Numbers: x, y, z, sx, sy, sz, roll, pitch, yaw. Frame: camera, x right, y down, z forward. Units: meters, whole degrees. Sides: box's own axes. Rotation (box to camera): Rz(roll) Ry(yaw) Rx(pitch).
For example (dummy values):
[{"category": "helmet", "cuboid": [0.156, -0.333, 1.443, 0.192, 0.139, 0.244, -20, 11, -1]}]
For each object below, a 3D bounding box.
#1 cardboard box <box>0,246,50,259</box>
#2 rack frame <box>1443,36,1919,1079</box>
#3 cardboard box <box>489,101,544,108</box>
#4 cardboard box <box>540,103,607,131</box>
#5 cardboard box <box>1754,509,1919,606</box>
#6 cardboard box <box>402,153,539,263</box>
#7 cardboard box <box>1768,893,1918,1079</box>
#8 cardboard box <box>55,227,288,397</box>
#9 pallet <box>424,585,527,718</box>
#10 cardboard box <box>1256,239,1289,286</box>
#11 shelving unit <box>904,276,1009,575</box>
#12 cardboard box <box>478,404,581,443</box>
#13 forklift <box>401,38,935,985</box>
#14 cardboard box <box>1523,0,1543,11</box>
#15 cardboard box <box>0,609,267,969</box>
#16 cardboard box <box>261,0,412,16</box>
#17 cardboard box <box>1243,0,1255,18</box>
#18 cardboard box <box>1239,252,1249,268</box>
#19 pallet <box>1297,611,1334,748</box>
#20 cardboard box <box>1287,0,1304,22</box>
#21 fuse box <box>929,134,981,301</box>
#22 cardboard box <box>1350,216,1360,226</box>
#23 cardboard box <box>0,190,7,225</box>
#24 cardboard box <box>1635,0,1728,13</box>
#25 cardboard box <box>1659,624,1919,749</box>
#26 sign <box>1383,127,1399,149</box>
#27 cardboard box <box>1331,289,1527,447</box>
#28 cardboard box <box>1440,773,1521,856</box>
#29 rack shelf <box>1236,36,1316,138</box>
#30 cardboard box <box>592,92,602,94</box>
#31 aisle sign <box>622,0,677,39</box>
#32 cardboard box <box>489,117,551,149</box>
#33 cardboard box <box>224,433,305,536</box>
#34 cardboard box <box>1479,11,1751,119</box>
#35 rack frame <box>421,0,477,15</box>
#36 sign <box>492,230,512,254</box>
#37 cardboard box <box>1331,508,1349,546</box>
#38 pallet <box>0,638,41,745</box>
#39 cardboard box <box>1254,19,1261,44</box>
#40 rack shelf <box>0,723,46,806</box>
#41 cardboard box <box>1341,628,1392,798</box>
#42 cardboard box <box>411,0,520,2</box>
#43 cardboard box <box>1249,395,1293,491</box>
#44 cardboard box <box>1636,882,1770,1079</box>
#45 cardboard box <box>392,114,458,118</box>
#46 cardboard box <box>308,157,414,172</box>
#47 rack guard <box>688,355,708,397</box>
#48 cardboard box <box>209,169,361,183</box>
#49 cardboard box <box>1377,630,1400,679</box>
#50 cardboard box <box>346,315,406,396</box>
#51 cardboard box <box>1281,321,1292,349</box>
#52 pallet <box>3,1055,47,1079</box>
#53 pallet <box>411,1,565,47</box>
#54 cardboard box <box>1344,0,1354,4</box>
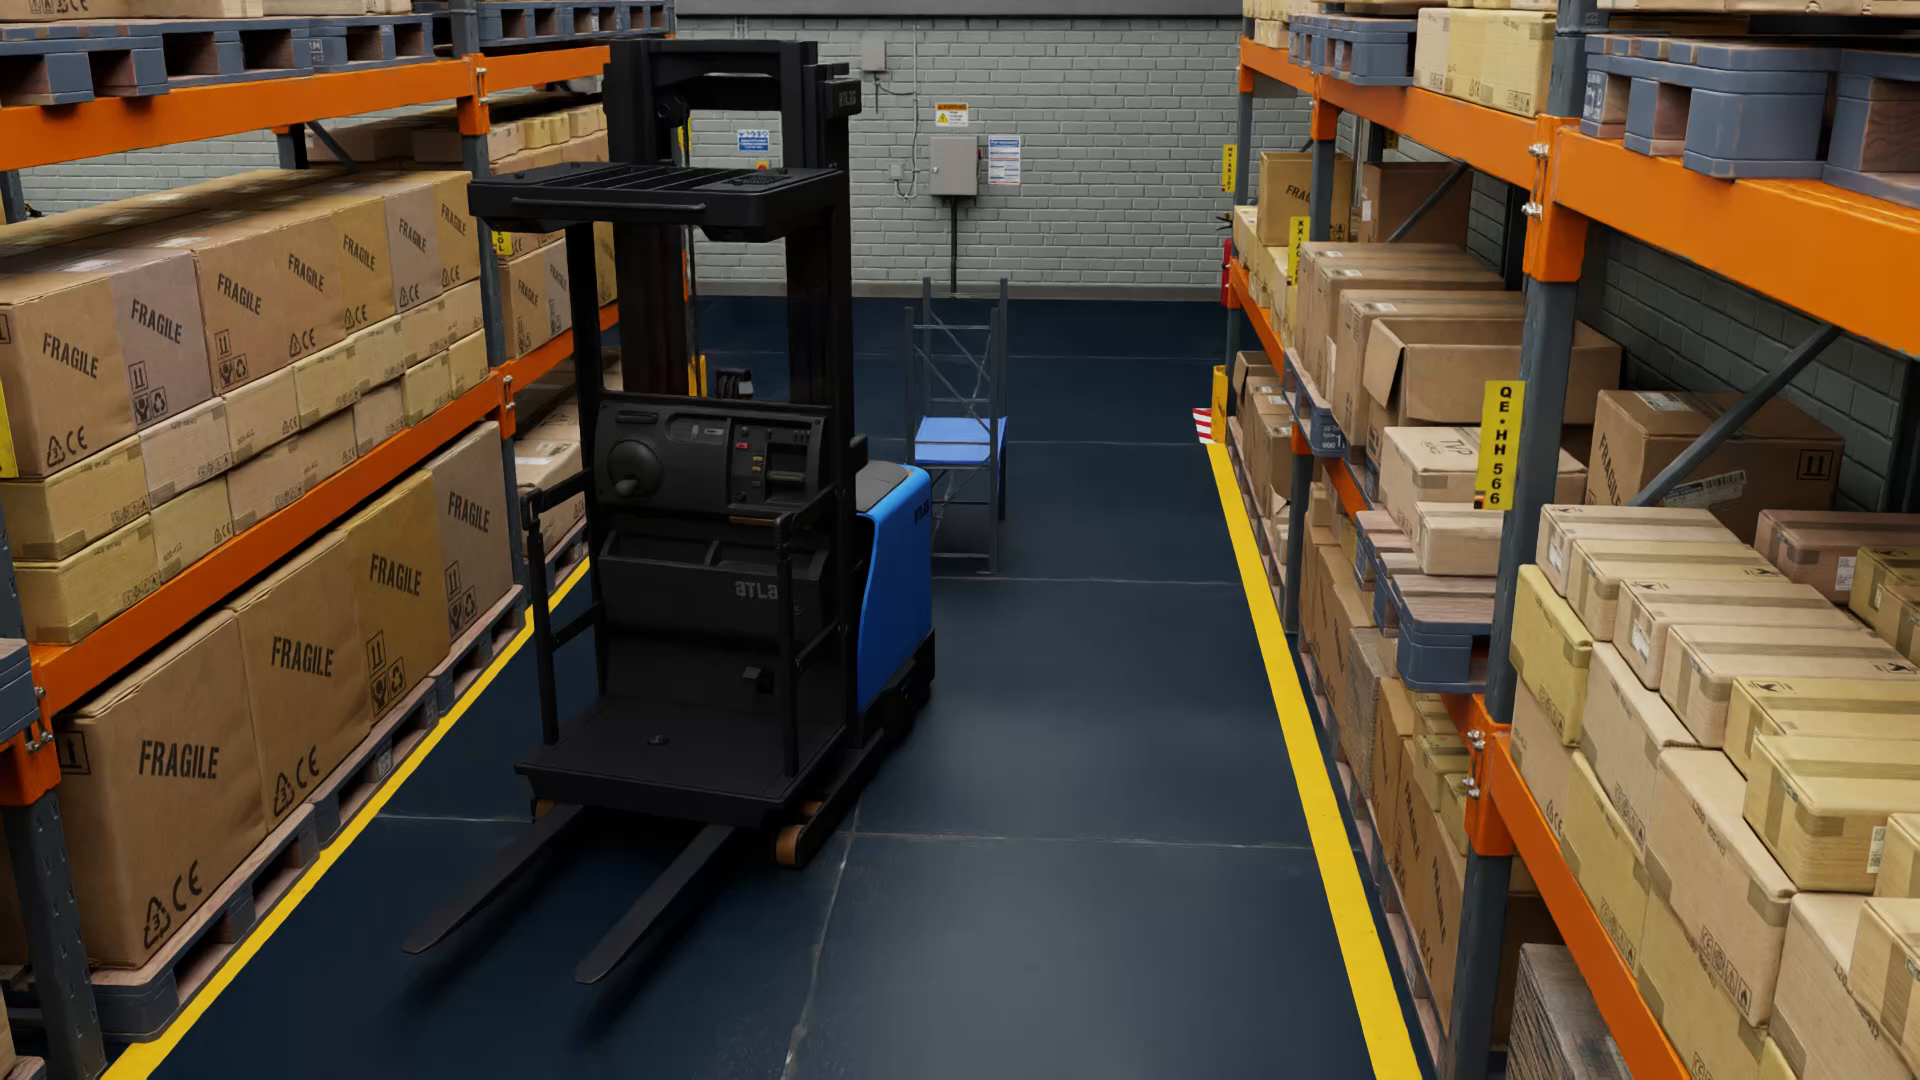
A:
[{"category": "cardboard box", "cuboid": [-3.280, -0.667, 5.374, 0.500, 0.500, 0.500, 2, 18, 5]}, {"category": "rack frame", "cuboid": [1.866, 0.292, 4.216, 1.000, 3.000, 0.127, 1, 18, 4]}, {"category": "cardboard box", "cuboid": [-2.861, -2.703, 10.548, 0.380, 0.149, 0.250, 1, 18, 4]}, {"category": "cardboard box", "cuboid": [-2.374, -2.620, 10.294, 0.380, 0.149, 0.250, 2, 18, 5]}, {"category": "cardboard box", "cuboid": [2.045, 0.041, 3.777, 0.380, 0.149, 0.250, 2, 18, 6]}, {"category": "cardboard box", "cuboid": [-2.522, -1.725, 8.605, 0.500, 0.500, 0.500, 1, 18, 4]}, {"category": "cardboard box", "cuboid": [1.487, 0.735, 2.302, 0.500, 0.250, 0.500, 2, 18, 5]}, {"category": "cardboard box", "cuboid": [-2.727, -0.803, 5.790, 0.500, 0.500, 0.500, 2, 18, 5]}, {"category": "pallet", "cuboid": [-2.778, 0.506, 8.039, 1.003, 0.211, 1.213, 1, 18, 4]}, {"category": "cardboard box", "cuboid": [2.054, -1.655, 9.919, 0.500, 0.250, 0.500, 1, 18, 2]}, {"category": "shelving unit", "cuboid": [-0.006, -0.686, 9.609, 0.538, 1.500, 1.048, 1, 18, 4]}, {"category": "cardboard box", "cuboid": [-2.582, -0.513, 10.112, 0.875, 0.438, 0.875, 1, 18, 2]}, {"category": "forklift", "cuboid": [-1.021, -0.308, 6.156, 1.130, 2.935, 3.031, 5, 19, 15]}, {"category": "cardboard box", "cuboid": [1.690, -1.448, 4.307, 0.380, 0.149, 0.250, 1, 18, 3]}, {"category": "cardboard box", "cuboid": [-2.952, 0.779, 5.465, 0.875, 0.875, 0.875, 1, 18, 3]}, {"category": "cardboard box", "cuboid": [-2.652, -2.365, 6.974, 0.500, 0.311, 0.500, 1, 18, 4]}, {"category": "cardboard box", "cuboid": [2.136, -3.557, 10.907, 0.500, 0.250, 0.500, 1, 18, 3]}, {"category": "cardboard box", "cuboid": [2.143, -1.978, 11.545, 0.380, 0.149, 0.250, 1, 18, 3]}, {"category": "pallet", "cuboid": [2.133, 0.628, 7.668, 1.003, 0.211, 1.213, 1, 18, 4]}, {"category": "cardboard box", "cuboid": [1.965, -2.763, 8.485, 0.500, 0.250, 0.500, 1, 18, 2]}, {"category": "fuse box", "cuboid": [-0.046, -3.350, 17.399, 0.539, 1.711, 0.414, 1, 18, 4]}, {"category": "cardboard box", "cuboid": [2.634, -1.954, 10.833, 0.500, 0.250, 0.500, 1, 18, 4]}, {"category": "cardboard box", "cuboid": [-7.231, -2.425, 11.869, 0.500, 0.500, 0.500, 2, 18, 5]}, {"category": "cardboard box", "cuboid": [1.571, -1.209, 2.982, 0.500, 0.500, 0.500, 1, 18, 4]}, {"category": "cardboard box", "cuboid": [1.533, 0.273, 3.070, 0.380, 0.149, 0.250, 1, 18, 5]}, {"category": "sign", "cuboid": [2.992, -2.875, 11.512, 0.100, 0.325, 0.005, 1, 18, 4]}, {"category": "cardboard box", "cuboid": [1.802, -0.648, 6.248, 0.700, 0.500, 0.500, 1, 18, 4]}, {"category": "cardboard box", "cuboid": [1.649, 0.813, 4.924, 0.380, 0.149, 0.250, 0, 18, 1]}, {"category": "rack shelf", "cuboid": [2.297, -2.655, 9.548, 1.077, 0.370, 4.000, 1, 18, 4]}, {"category": "cardboard box", "cuboid": [-2.337, -3.018, 11.507, 0.380, 0.149, 0.250, 2, 18, 5]}, {"category": "aisle sign", "cuboid": [-2.197, -3.553, 11.775, 0.394, 0.787, 0.004, 1, 18, 4]}, {"category": "cardboard box", "cuboid": [-2.459, -2.220, 9.072, 0.380, 0.149, 0.250, 1, 18, 4]}, {"category": "cardboard box", "cuboid": [-2.736, -0.216, 6.005, 0.500, 0.250, 0.500, 2, 18, 6]}, {"category": "cardboard box", "cuboid": [1.661, -1.227, 4.275, 0.500, 0.250, 0.500, 1, 18, 2]}, {"category": "rack frame", "cuboid": [-2.798, -3.911, 7.408, 1.000, 3.000, 0.127, 1, 18, 4]}, {"category": "sign", "cuboid": [-2.256, -1.564, 8.146, 0.100, 0.325, 0.005, 1, 18, 4]}, {"category": "cardboard box", "cuboid": [1.919, -0.077, 7.640, 0.380, 0.149, 0.250, 1, 18, 2]}, {"category": "pallet", "cuboid": [-3.030, 0.497, 3.898, 1.213, 0.211, 1.003, 1, 18, 4]}, {"category": "cardboard box", "cuboid": [2.037, -3.169, 10.363, 0.380, 0.149, 0.250, 2, 18, 5]}, {"category": "rack shelf", "cuboid": [-3.228, 1.145, 2.767, 1.077, 0.370, 4.000, 1, 18, 4]}, {"category": "cardboard box", "cuboid": [1.782, 0.664, 6.419, 0.500, 0.500, 0.500, 1, 18, 2]}, {"category": "cardboard box", "cuboid": [-2.546, -2.958, 8.321, 0.500, 0.500, 0.500, 2, 18, 5]}, {"category": "cardboard box", "cuboid": [2.064, -0.590, 10.247, 0.500, 0.500, 0.500, 2, 18, 5]}, {"category": "cardboard box", "cuboid": [1.520, 0.811, 2.870, 0.500, 0.250, 0.500, 1, 18, 2]}, {"category": "cardboard box", "cuboid": [-2.956, -2.308, 9.342, 0.380, 0.149, 0.250, 1, 18, 3]}, {"category": "cardboard box", "cuboid": [-3.040, -1.736, 8.637, 0.500, 0.500, 0.500, 1, 18, 3]}, {"category": "rack guard", "cuboid": [-2.509, -1.122, 12.545, 1.175, 0.500, 0.348, 1, 18, 4]}, {"category": "cardboard box", "cuboid": [-3.116, -1.453, 7.773, 0.500, 0.500, 0.500, 1, 18, 5]}, {"category": "cardboard box", "cuboid": [1.772, 0.401, 6.179, 0.380, 0.149, 0.250, 0, 18, 1]}, {"category": "cardboard box", "cuboid": [-2.647, -0.768, 6.887, 0.500, 0.250, 0.500, 2, 18, 5]}, {"category": "cardboard box", "cuboid": [1.916, -1.099, 8.862, 0.380, 0.149, 0.250, 2, 18, 5]}, {"category": "pallet", "cuboid": [-3.142, 1.750, 4.244, 1.003, 0.211, 1.213, 1, 18, 4]}, {"category": "pallet", "cuboid": [-2.729, -2.697, 8.663, 1.003, 0.211, 1.213, 1, 18, 4]}, {"category": "cardboard box", "cuboid": [1.664, -2.103, 6.274, 0.380, 0.149, 0.250, 1, 18, 3]}]
